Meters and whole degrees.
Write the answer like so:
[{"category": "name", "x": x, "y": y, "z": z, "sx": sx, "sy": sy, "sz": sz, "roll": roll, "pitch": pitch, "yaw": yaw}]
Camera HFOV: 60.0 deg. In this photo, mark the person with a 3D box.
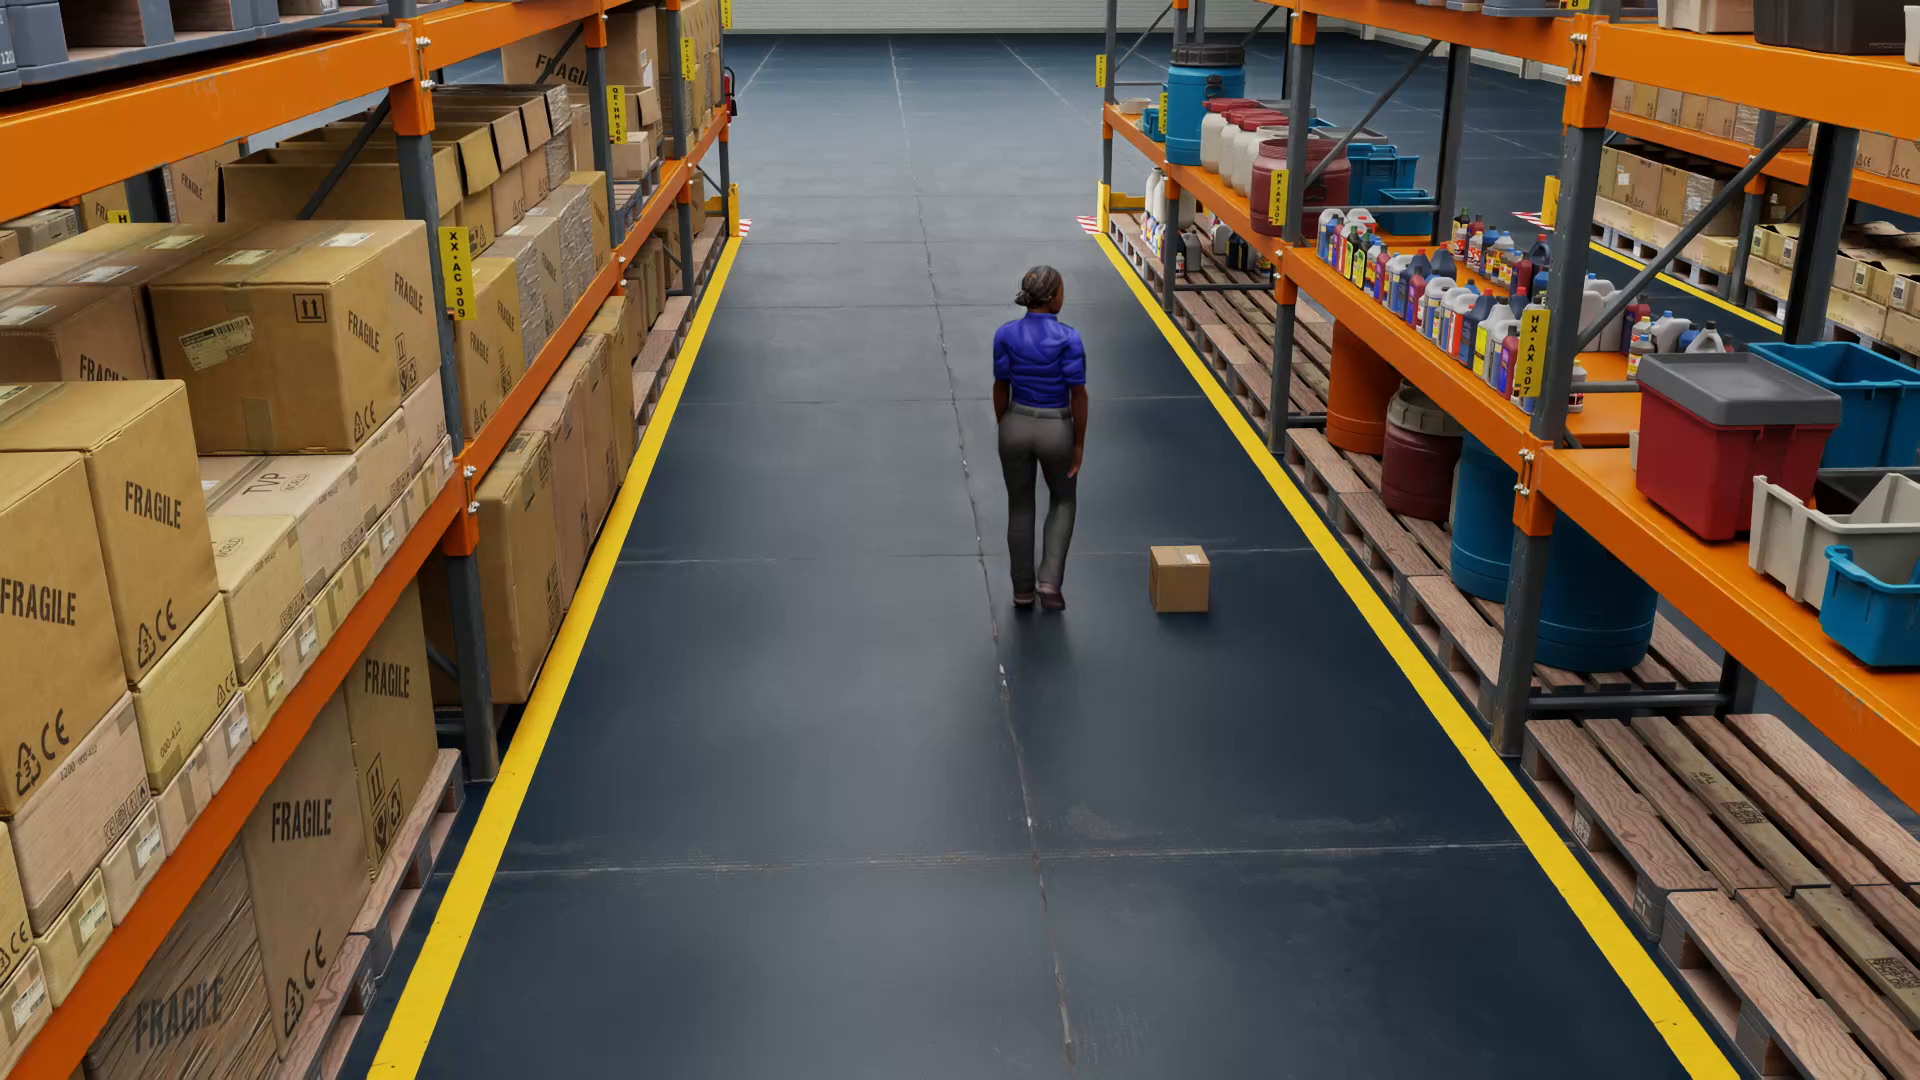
[{"category": "person", "x": 0.379, "y": -0.451, "z": 7.791, "sx": 0.457, "sy": 1.709, "sz": 0.389, "roll": 4, "pitch": 21, "yaw": 12}]
